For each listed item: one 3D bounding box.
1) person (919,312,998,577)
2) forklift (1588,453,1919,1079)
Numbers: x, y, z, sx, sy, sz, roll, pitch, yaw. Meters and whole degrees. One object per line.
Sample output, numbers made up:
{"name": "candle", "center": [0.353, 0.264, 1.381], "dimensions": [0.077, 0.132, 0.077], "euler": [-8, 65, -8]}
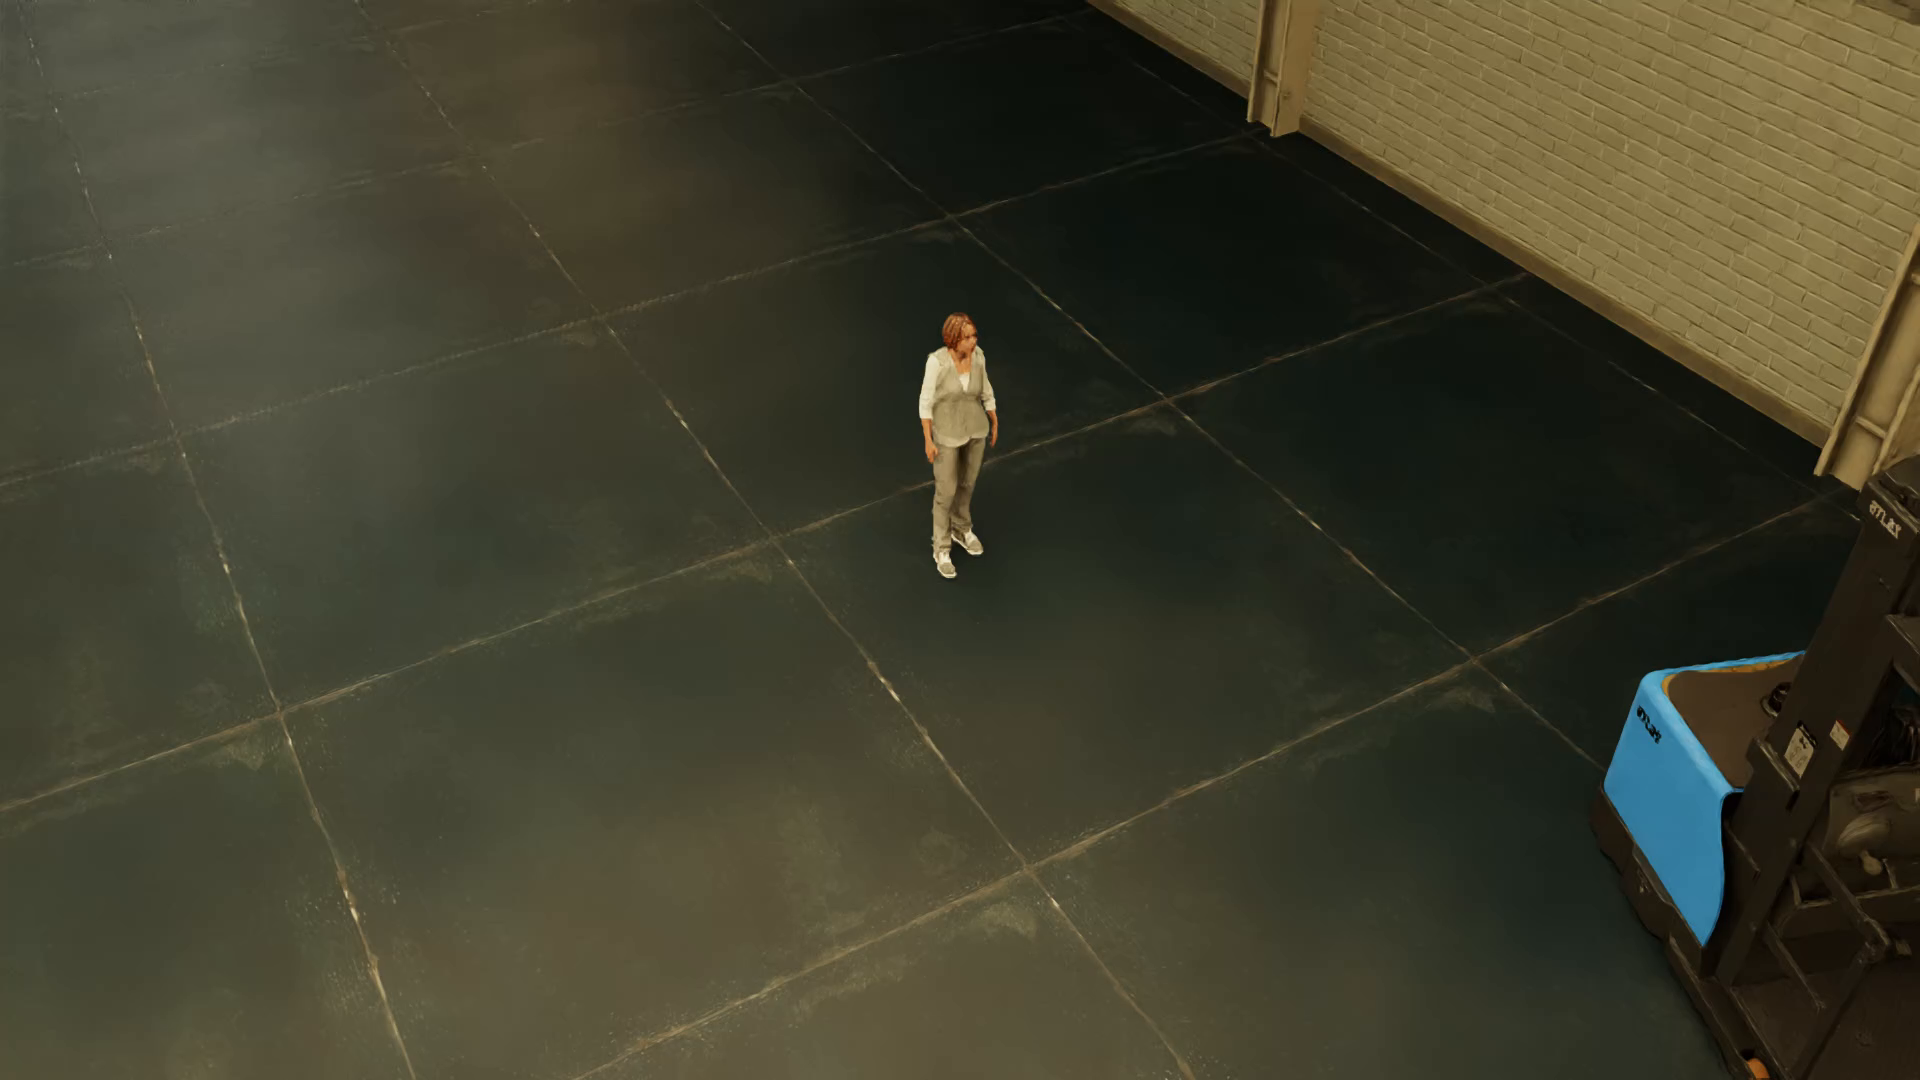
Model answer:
{"name": "person", "center": [0.025, -0.575, 9.763], "dimensions": [0.521, 1.597, 0.474], "euler": [-20, 44, -23]}
{"name": "forklift", "center": [3.979, 1.197, 6.593], "dimensions": [1.130, 2.935, 3.031], "euler": [-7, 40, -8]}
